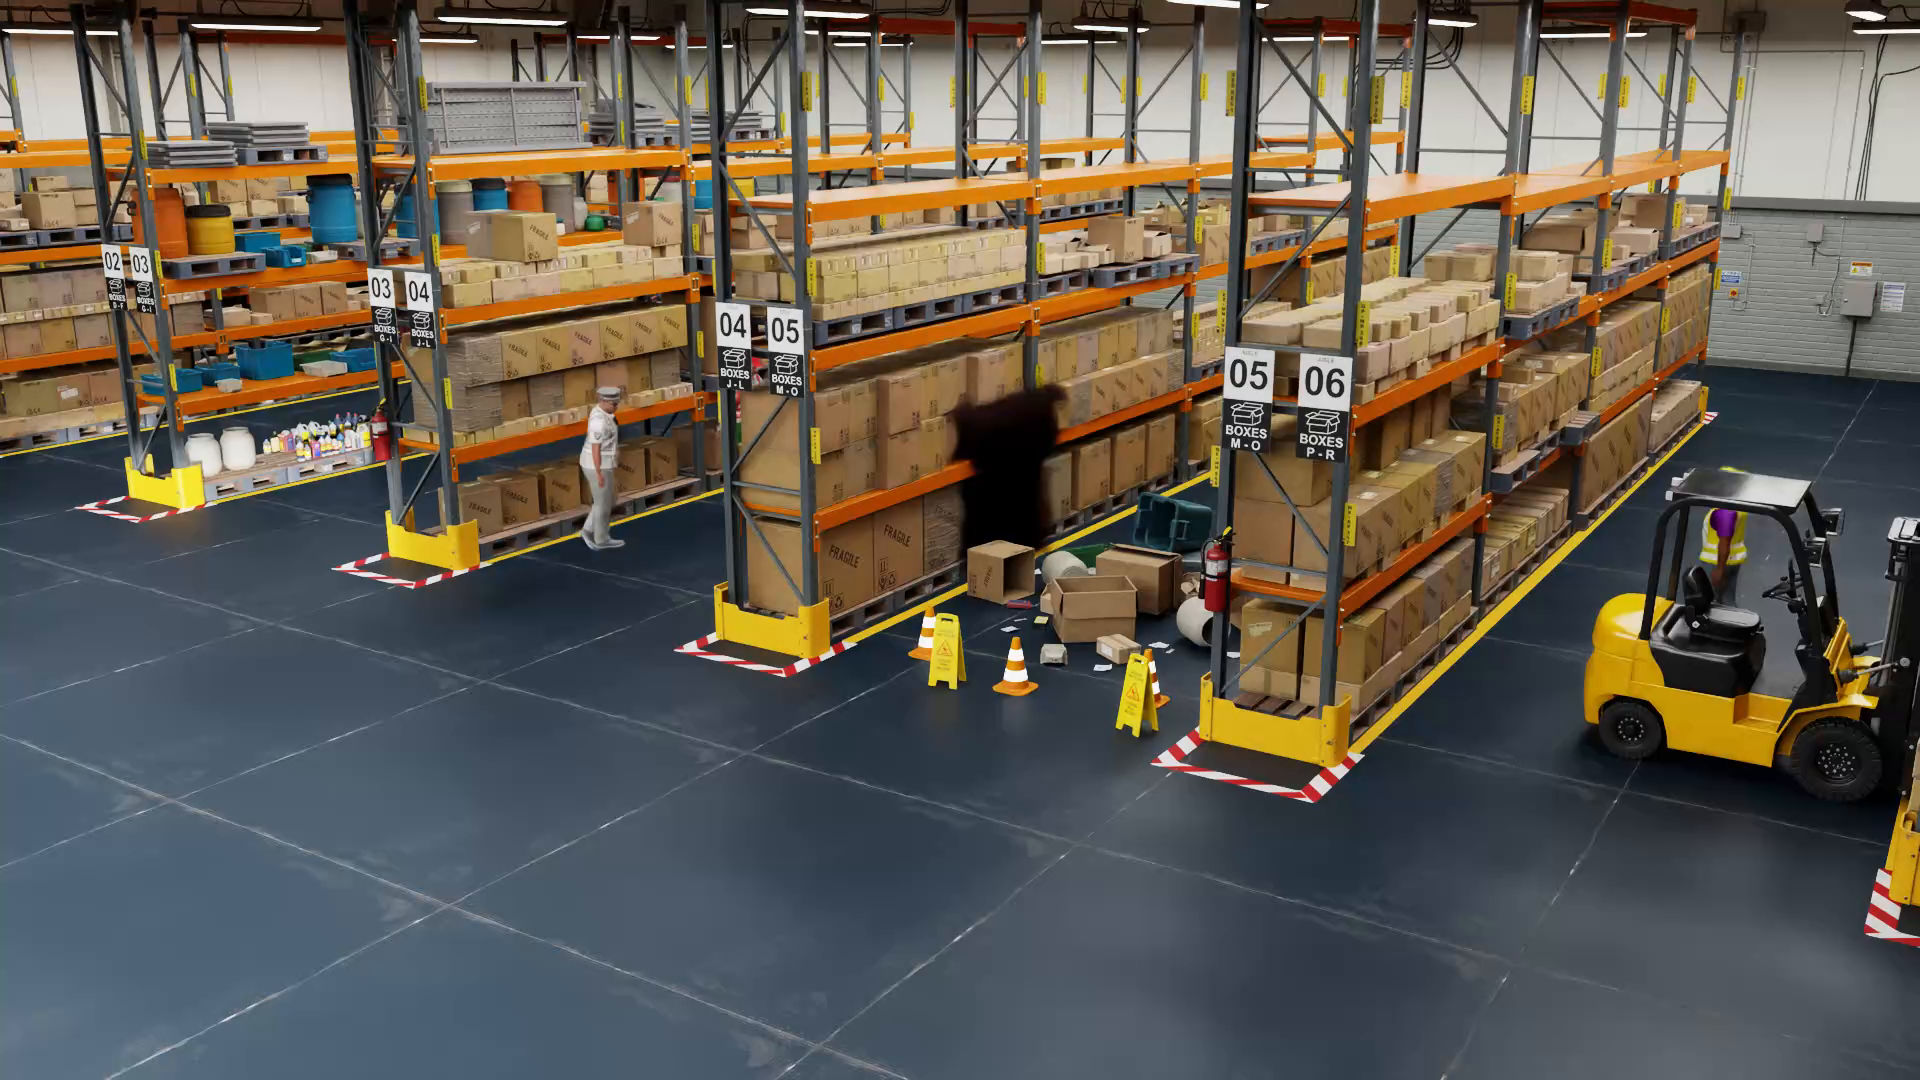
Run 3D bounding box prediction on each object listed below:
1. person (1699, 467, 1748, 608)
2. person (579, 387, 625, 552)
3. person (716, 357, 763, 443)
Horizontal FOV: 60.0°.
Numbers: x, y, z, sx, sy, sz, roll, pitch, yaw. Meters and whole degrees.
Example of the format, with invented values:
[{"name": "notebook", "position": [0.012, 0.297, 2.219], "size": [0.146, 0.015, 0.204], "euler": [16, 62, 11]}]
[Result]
[{"name": "person", "position": [6.986, 0.199, 15.235], "size": [0.582, 1.774, 0.435], "euler": [-9, 18, -28]}, {"name": "person", "position": [-3.796, -0.727, 17.588], "size": [0.490, 1.812, 0.561], "euler": [-6, 17, -22]}, {"name": "person", "position": [-2.607, -1.365, 19.789], "size": [0.605, 1.786, 0.472], "euler": [-5, 16, -16]}]
